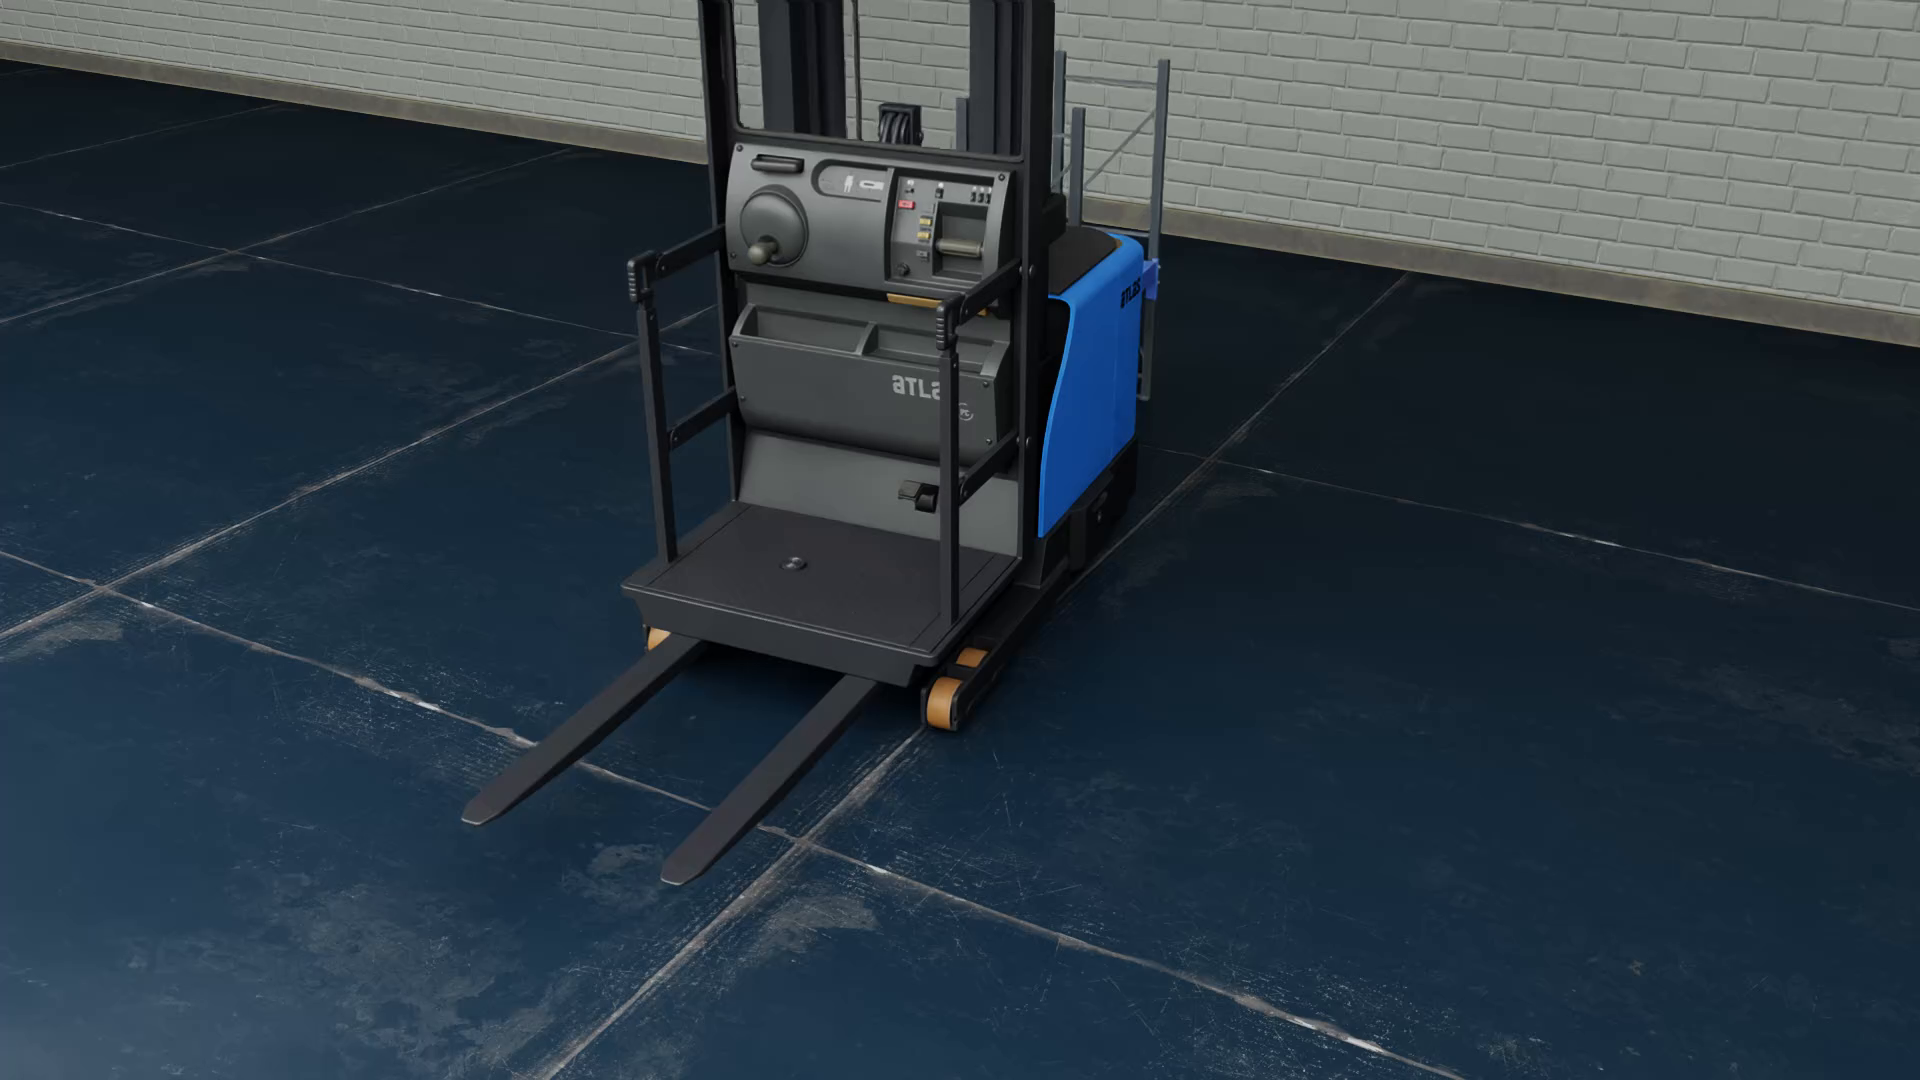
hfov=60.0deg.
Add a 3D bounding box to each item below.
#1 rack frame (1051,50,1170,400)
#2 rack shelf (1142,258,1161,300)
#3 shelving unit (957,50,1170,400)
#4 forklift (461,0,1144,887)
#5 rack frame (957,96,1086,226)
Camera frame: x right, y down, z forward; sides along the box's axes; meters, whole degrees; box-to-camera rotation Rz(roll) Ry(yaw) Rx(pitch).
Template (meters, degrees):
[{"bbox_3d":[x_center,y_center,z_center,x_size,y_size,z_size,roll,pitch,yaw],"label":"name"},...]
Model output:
[{"bbox_3d":[0.634,-1.353,7.278,0.500,1.500,0.032,11,29,21],"label":"rack frame"},{"bbox_3d":[0.428,-0.984,6.943,0.538,0.185,1.000,11,29,21],"label":"rack shelf"},{"bbox_3d":[0.428,-1.145,6.862,0.538,1.500,1.048,11,29,21],"label":"shelving unit"},{"bbox_3d":[-0.375,-0.946,4.865,1.130,2.935,3.031,11,29,21],"label":"forklift"},{"bbox_3d":[0.221,-0.937,6.447,0.500,1.500,0.032,11,29,21],"label":"rack frame"}]
